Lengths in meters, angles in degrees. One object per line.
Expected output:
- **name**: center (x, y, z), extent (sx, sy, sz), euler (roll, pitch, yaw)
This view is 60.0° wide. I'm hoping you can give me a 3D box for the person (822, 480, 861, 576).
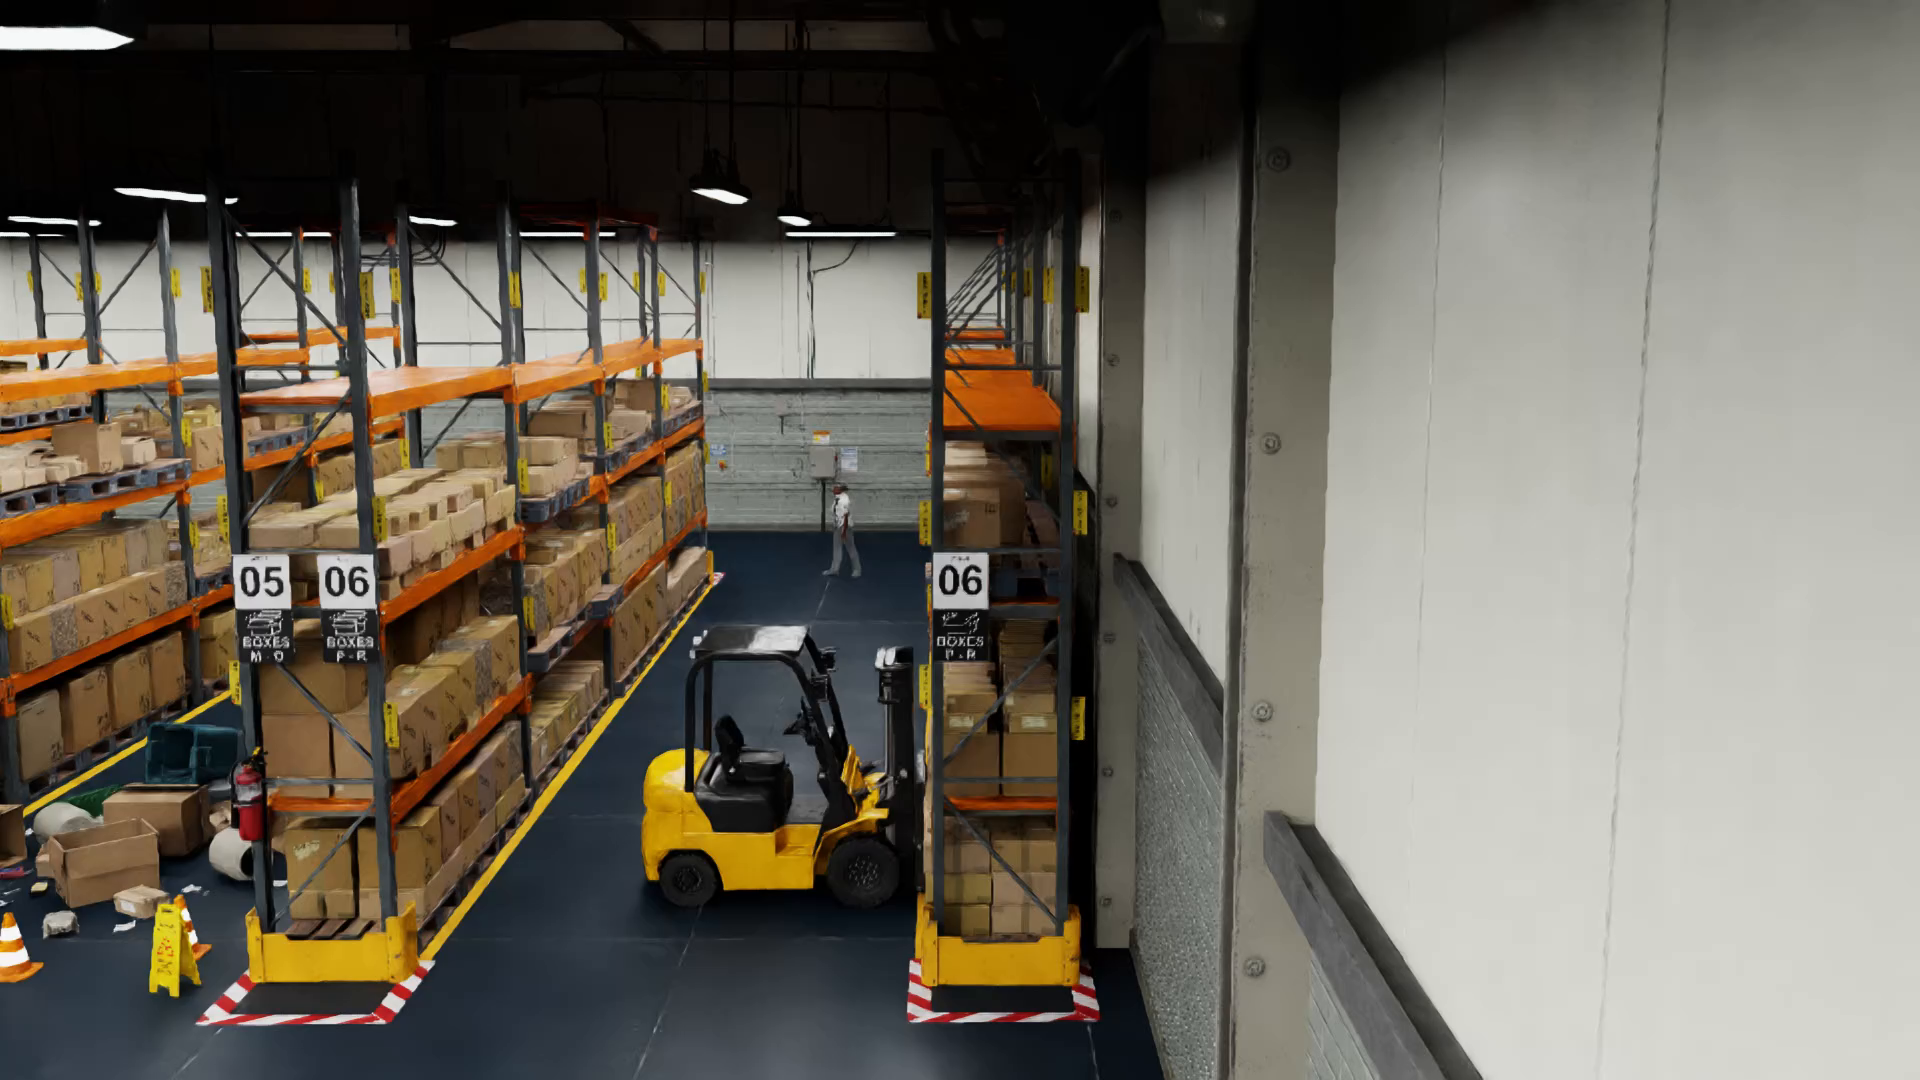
- **person**: center (-2.030, -0.211, 28.536), extent (0.606, 1.657, 0.590), euler (-4, 10, -23)
